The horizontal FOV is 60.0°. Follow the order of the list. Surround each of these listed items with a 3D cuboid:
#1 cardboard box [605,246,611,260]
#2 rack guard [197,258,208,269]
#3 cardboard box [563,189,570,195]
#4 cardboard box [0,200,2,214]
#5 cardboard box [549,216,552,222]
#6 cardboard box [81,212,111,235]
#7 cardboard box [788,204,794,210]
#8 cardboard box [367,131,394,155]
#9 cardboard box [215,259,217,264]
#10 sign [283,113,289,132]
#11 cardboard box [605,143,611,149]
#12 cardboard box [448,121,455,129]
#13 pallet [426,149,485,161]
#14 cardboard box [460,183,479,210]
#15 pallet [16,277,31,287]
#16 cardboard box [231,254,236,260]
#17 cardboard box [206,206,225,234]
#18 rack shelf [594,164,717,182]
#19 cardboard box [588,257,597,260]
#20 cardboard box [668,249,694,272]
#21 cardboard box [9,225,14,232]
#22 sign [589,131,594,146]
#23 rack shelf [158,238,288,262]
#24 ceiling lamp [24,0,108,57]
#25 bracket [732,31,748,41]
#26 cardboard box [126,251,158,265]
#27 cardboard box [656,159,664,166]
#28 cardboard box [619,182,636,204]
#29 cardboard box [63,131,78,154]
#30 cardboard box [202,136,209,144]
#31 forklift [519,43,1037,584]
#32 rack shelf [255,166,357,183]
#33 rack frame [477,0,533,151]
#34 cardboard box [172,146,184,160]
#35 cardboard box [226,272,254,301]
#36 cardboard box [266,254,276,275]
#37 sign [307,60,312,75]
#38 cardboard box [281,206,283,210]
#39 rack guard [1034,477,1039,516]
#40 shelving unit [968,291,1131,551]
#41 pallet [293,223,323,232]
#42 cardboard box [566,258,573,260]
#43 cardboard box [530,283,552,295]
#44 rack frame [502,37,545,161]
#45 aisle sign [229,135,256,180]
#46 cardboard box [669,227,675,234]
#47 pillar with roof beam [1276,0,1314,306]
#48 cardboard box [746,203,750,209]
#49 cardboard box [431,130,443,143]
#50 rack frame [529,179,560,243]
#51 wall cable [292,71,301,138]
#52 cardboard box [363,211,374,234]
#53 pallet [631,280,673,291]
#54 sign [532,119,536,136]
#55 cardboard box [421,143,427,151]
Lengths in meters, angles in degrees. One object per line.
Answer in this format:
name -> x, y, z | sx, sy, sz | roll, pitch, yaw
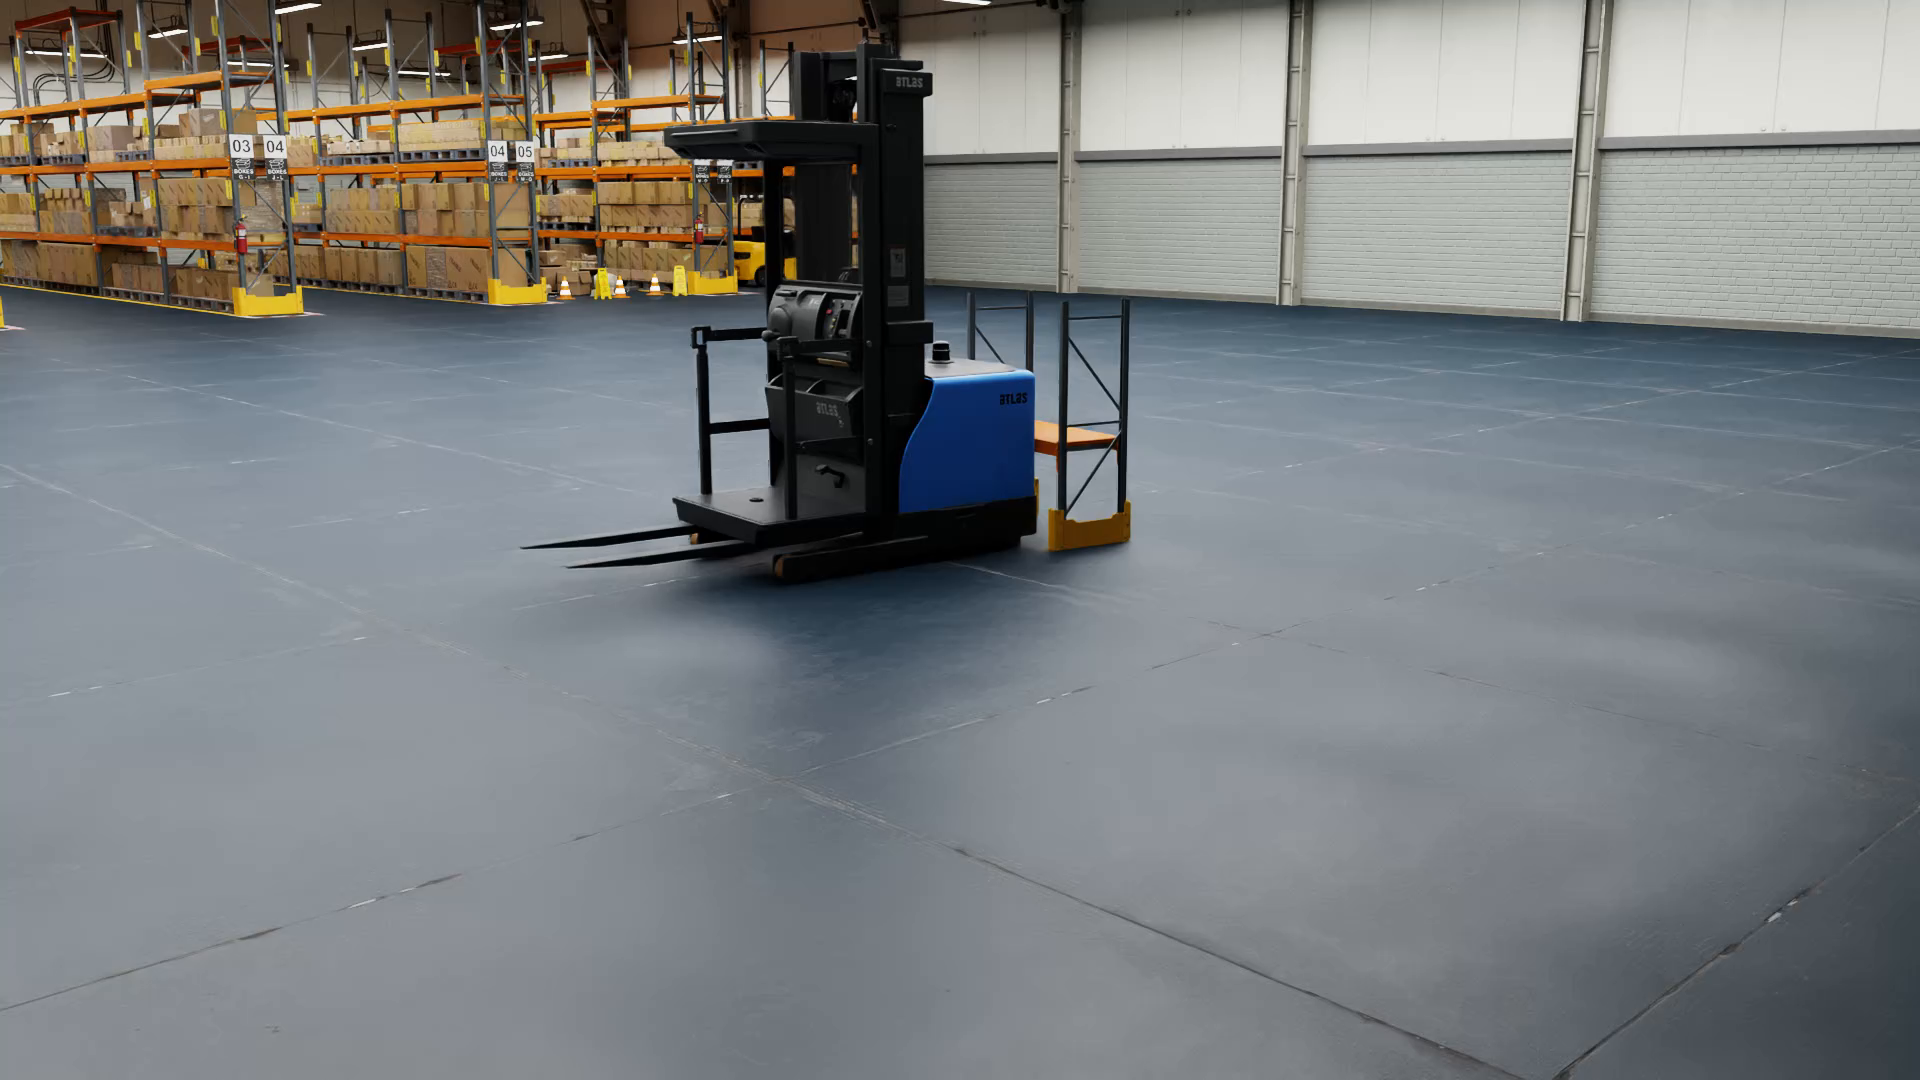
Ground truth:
cardboard box -> -10.013, -8.319, 48.512 | 0.500, 0.500, 0.500 | -10, 15, -40
rack guard -> -19.991, -7.391, 45.049 | 1.175, 0.500, 0.348 | -11, 16, -43
cardboard box -> -9.420, -8.470, 40.454 | 0.250, 0.149, 0.380 | 11, 16, 43
cardboard box -> -23.220, -8.209, 40.600 | 0.500, 0.500, 0.500 | 11, 16, 44
cardboard box -> -9.971, -7.978, 41.282 | 0.380, 0.149, 0.250 | -10, 15, -40
cardboard box -> -18.696, -6.869, 36.072 | 0.500, 0.500, 0.500 | -10, 15, -41
cardboard box -> -4.133, -8.438, 42.078 | 0.380, 0.149, 0.250 | -10, 16, -41
cardboard box -> -13.116, -9.017, 37.777 | 0.500, 0.500, 0.500 | -11, 16, -43
cardboard box -> -19.719, -7.422, 44.289 | 0.380, 0.149, 0.250 | -11, 16, -43
sign -> -12.259, -7.588, 30.210 | 0.100, 0.325, 0.005 | -11, 16, -43
cardboard box -> -8.064, -9.191, 38.804 | 0.380, 0.149, 0.250 | -10, 15, -41
cardboard box -> -10.172, -8.433, 33.835 | 0.380, 0.149, 0.250 | -11, 16, -42
pallet -> -10.361, -8.002, 34.606 | 1.003, 0.211, 1.213 | -11, 16, -43
cardboard box -> -9.669, -7.021, 34.009 | 0.875, 0.550, 0.550 | -11, 16, -43
pallet -> -22.254, -6.301, 40.471 | 1.003, 0.211, 1.213 | -11, 16, -43
cardboard box -> -18.669, -7.340, 43.153 | 0.250, 0.149, 0.380 | 11, 16, 43
cardboard box -> -13.444, -5.950, 30.875 | 0.875, 0.500, 0.500 | -11, 16, -43
rack shelf -> -6.865, -8.405, 38.123 | 1.077, 0.370, 4.000 | -11, 16, -43
cardboard box -> -10.781, -8.290, 49.238 | 0.250, 0.149, 0.380 | 11, 16, 43
cardboard box -> -6.226, -6.303, 37.487 | 0.500, 0.500, 0.500 | -11, 16, -42
cardboard box -> -22.631, -7.505, 40.030 | 0.250, 0.149, 0.380 | 11, 16, 44
sign -> -8.646, -9.417, 38.997 | 0.100, 0.325, 0.005 | -11, 16, -43
rack shelf -> -14.033, -5.555, 31.723 | 1.077, 0.370, 4.000 | -11, 16, -43
ceiling lamp -> -23.721, -14.493, 43.989 | 2.000, 3.185, 0.800 | -11, 16, -43
bracket -> -5.839, -13.383, 44.147 | 0.235, 0.232, 0.430 | -11, 16, -43
cardboard box -> -17.318, -5.972, 35.209 | 0.500, 0.250, 0.500 | -9, 14, -36
cardboard box -> -6.621, -8.507, 37.457 | 0.380, 0.149, 0.250 | -11, 16, -43
cardboard box -> -7.435, -8.015, 38.420 | 0.700, 0.500, 0.500 | -11, 16, -44
cardboard box -> -19.309, -8.699, 36.481 | 0.500, 0.500, 0.500 | -10, 15, -40
cardboard box -> -13.623, -7.316, 30.436 | 0.380, 0.149, 0.250 | -11, 16, -42
forklift -> -1.014, -1.312, 9.517 | 3.031, 2.935, 1.130 | -9, 14, -36
rack shelf -> -15.900, -8.868, 40.370 | 1.077, 0.370, 4.000 | -11, 16, -43
rack frame -> -8.995, -9.230, 32.911 | 1.000, 3.000, 0.127 | -11, 16, -43
cardboard box -> -14.584, -7.343, 31.557 | 0.500, 0.250, 0.500 | 11, 16, 43
cardboard box -> -13.508, -4.773, 31.297 | 0.500, 0.500, 0.500 | -6, 13, -28
cardboard box -> -16.963, -6.880, 41.524 | 0.500, 0.500, 0.500 | -10, 15, -40
sign -> -14.905, -10.817, 38.102 | 0.100, 0.325, 0.005 | -11, 16, -43
cardboard box -> -16.260, -8.068, 40.246 | 0.380, 0.149, 0.250 | -10, 15, -41
rack guard -> 0.268, -0.264, 11.072 | 0.587, 0.250, 0.087 | -7, 14, -32
shelving unit -> 0.534, -0.791, 10.534 | 0.587, 1.500, 1.083 | -7, 14, -32
pallet -> -15.088, -7.455, 39.636 | 1.213, 0.211, 1.003 | -11, 16, -43
cardboard box -> -10.111, -6.892, 41.902 | 0.950, 0.372, 0.625 | -11, 16, -44
cardboard box -> -9.238, -5.542, 36.654 | 0.396, 0.266, 0.258 | -8, 14, -33
rack frame -> -11.009, -11.102, 41.998 | 1.000, 3.000, 0.127 | -11, 16, -43
aisle sign -> -12.826, -6.838, 29.724 | 0.394, 0.787, 0.004 | -11, 16, -43
cardboard box -> -6.314, -6.960, 37.382 | 0.380, 0.149, 0.250 | -11, 16, -44
pillar with roof beam -> 3.448, -8.503, 29.382 | 9.100, 9.000, 0.400 | -11, 16, -43
cardboard box -> -5.378, -8.736, 43.526 | 0.380, 0.149, 0.250 | -11, 16, -43
cardboard box -> -10.573, -8.340, 34.373 | 0.500, 0.250, 0.500 | -11, 16, -42
rack frame -> -12.946, -10.024, 51.630 | 1.000, 3.000, 0.127 | -11, 16, -43
wall cable -> -20.666, -13.061, 51.504 | 0.463, 3.000, 0.029 | -11, 16, -43
cardboard box -> -13.009, -7.111, 37.245 | 0.500, 0.500, 0.500 | -11, 16, -42
pallet -> -6.911, -5.943, 38.735 | 1.003, 0.211, 1.213 | -11, 16, -43
sign -> -8.589, -8.304, 33.489 | 0.100, 0.325, 0.005 | -11, 16, -43
cardboard box -> -11.047, -8.228, 34.813 | 0.380, 0.149, 0.250 | -11, 16, -43
